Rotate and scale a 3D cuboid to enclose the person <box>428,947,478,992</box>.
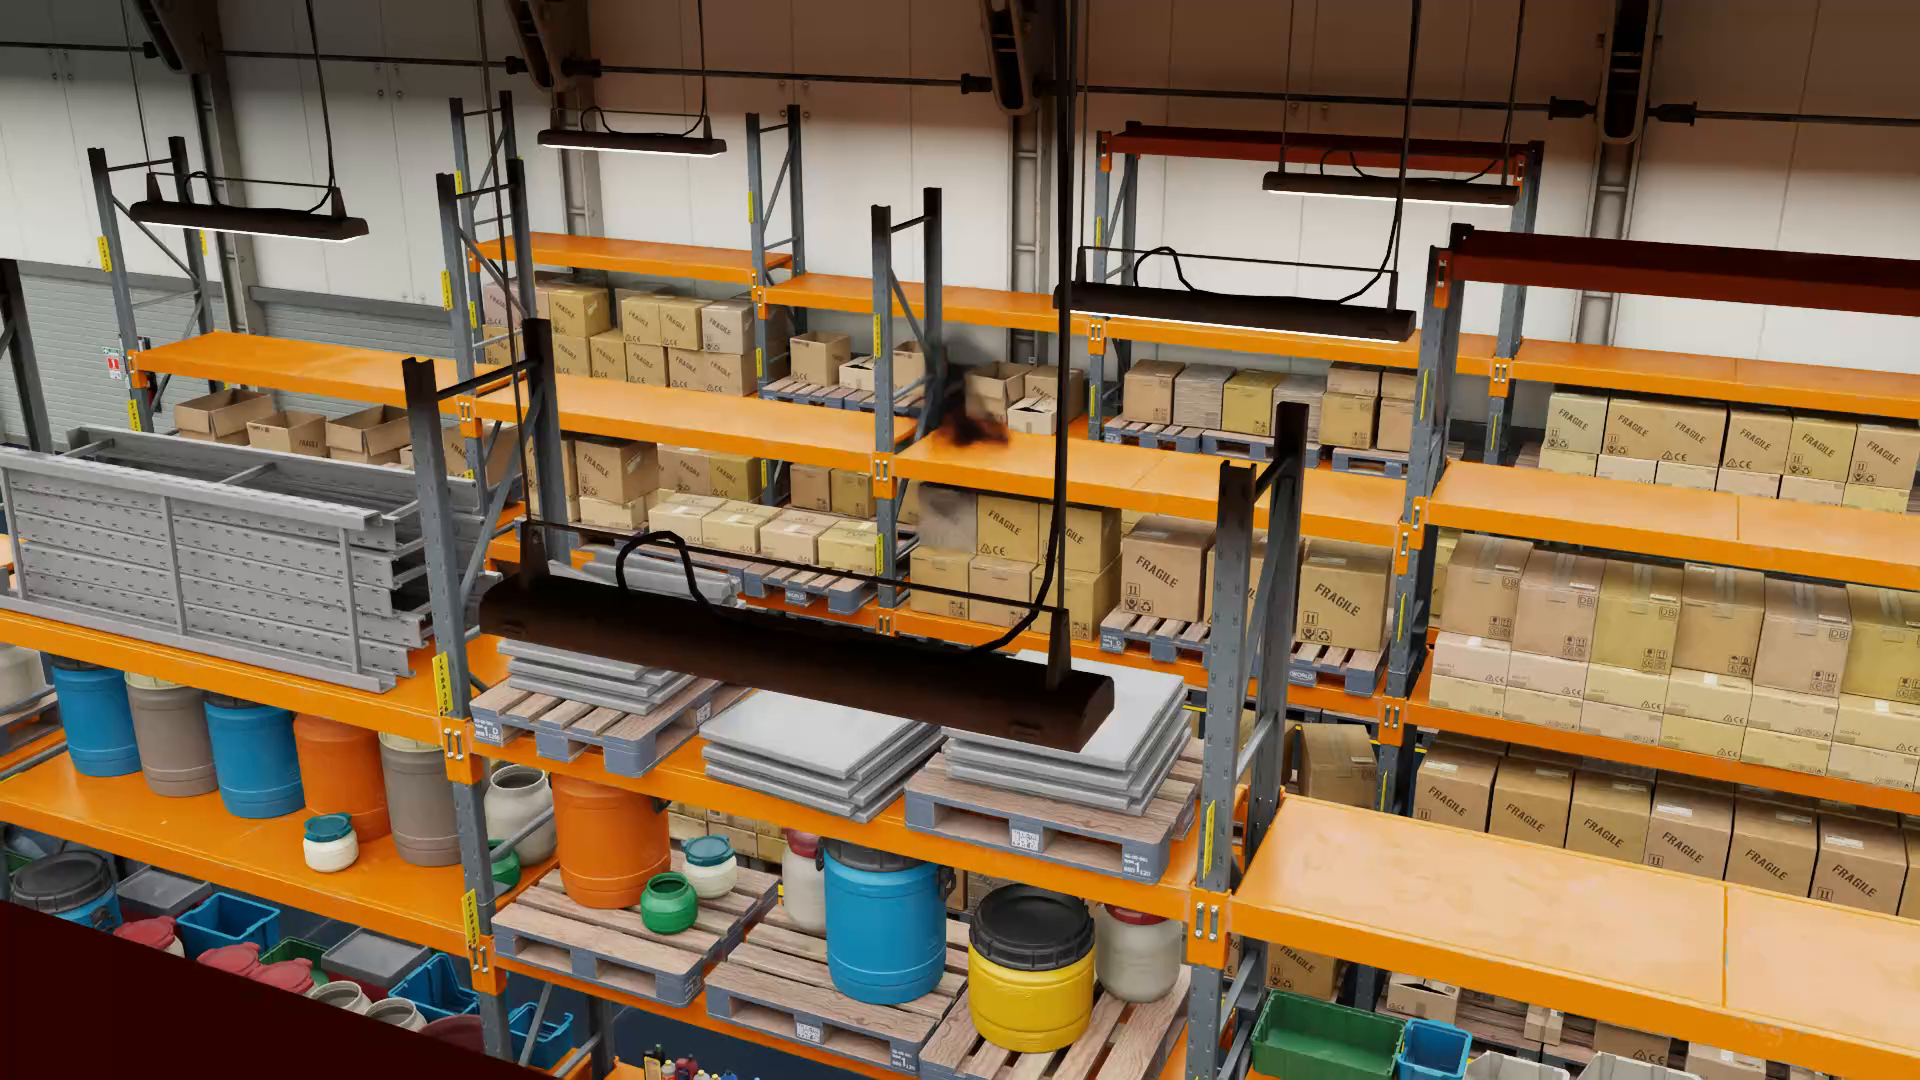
[{"bbox_3d":[-3.821,2.644,12.377,0.724,1.900,0.687,10,23,25],"label":"person"}]

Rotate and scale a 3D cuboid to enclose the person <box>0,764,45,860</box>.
[{"bbox_3d":[-8.143,2.271,14.156,0.758,1.746,0.730,5,21,14],"label":"person"}]
